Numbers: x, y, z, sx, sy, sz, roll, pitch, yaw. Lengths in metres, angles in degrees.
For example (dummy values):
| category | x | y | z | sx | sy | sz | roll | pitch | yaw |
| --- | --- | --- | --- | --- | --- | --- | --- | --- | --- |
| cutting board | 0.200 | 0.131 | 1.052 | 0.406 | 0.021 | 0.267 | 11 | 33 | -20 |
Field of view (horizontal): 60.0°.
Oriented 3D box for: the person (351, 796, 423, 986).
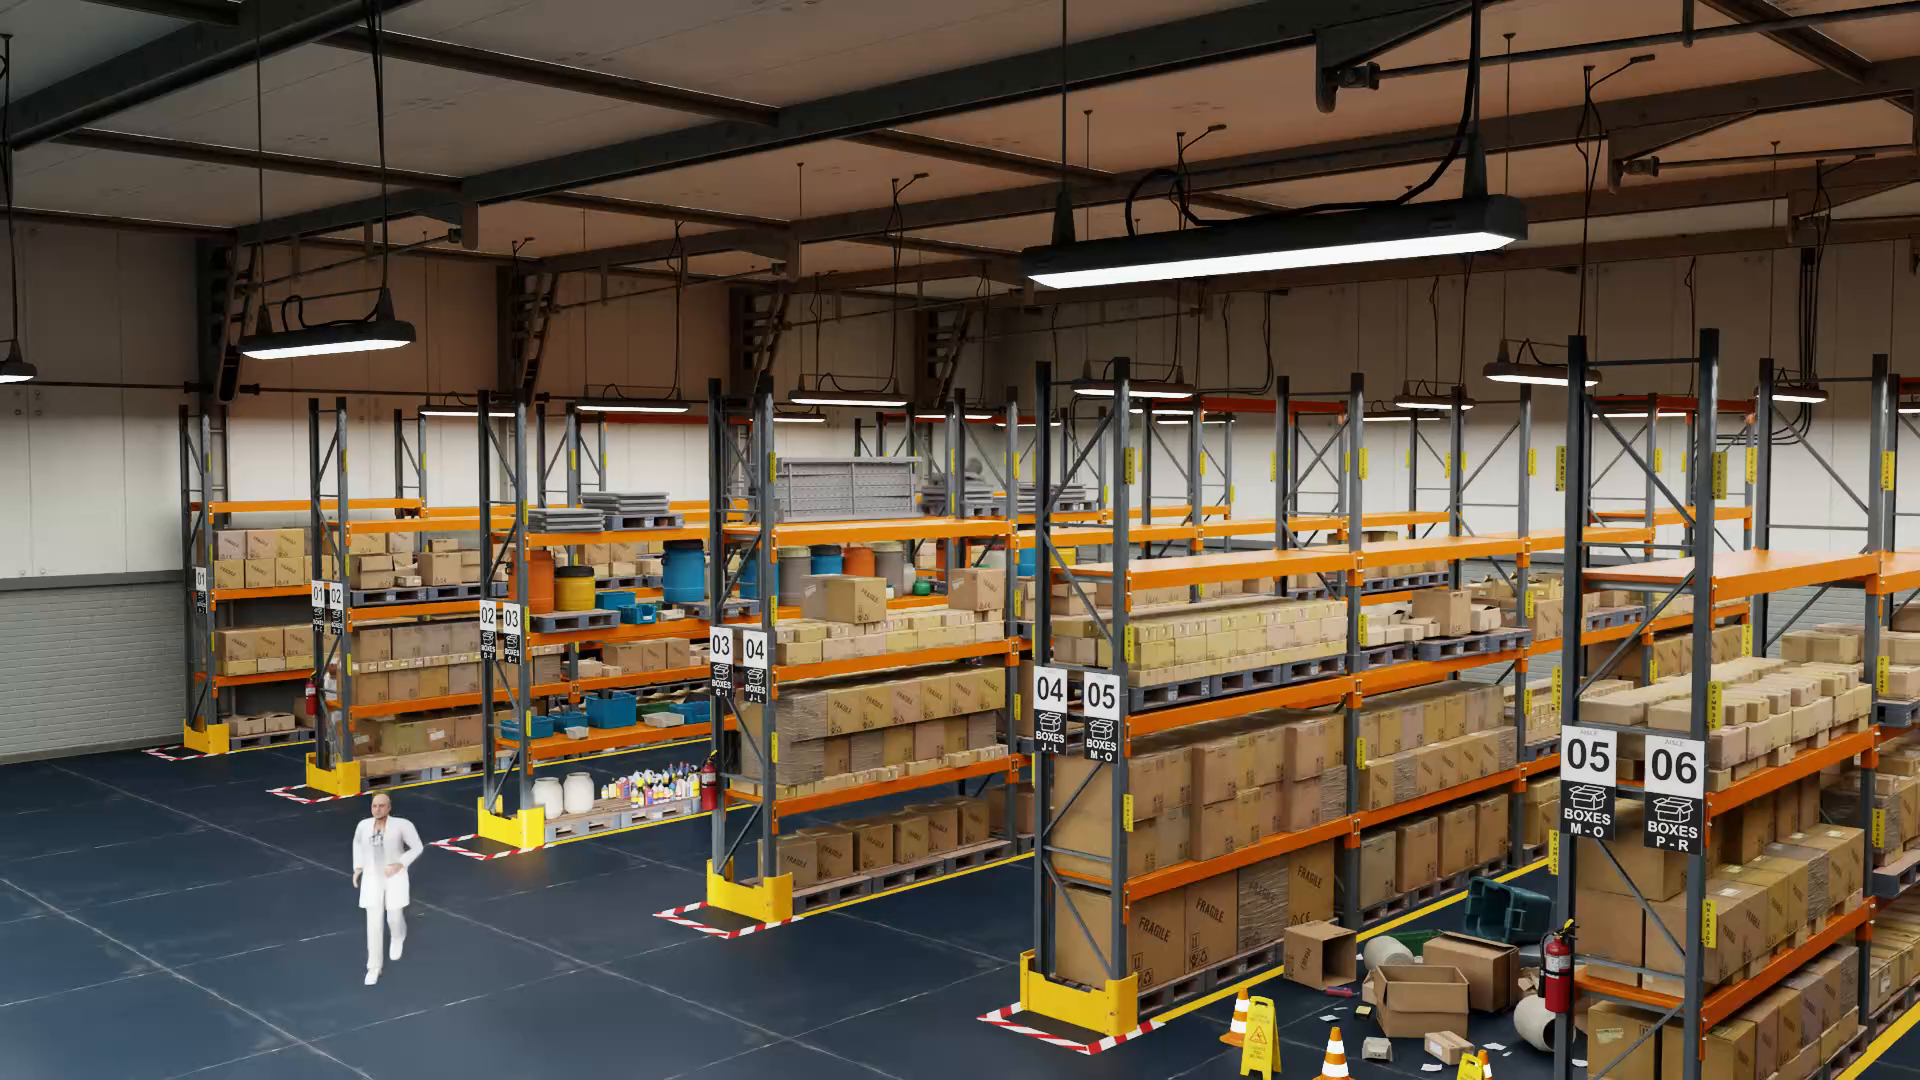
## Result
| category | x | y | z | sx | sy | sz | roll | pitch | yaw |
| --- | --- | --- | --- | --- | --- | --- | --- | --- | --- |
| person | -5.643 | 3.390 | 16.365 | 0.717 | 1.773 | 0.943 | 0 | 3 | -6 |

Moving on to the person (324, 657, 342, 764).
| category | x | y | z | sx | sy | sz | roll | pitch | yaw |
| --- | --- | --- | --- | --- | --- | --- | --- | --- | --- |
| person | -10.303 | 2.842 | 27.456 | 0.645 | 1.836 | 0.981 | 2 | 3 | 29 |

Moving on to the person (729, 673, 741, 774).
| category | x | y | z | sx | sy | sz | roll | pitch | yaw |
| --- | --- | --- | --- | --- | --- | --- | --- | --- | --- |
| person | -3.471 | 2.922 | 26.766 | 0.987 | 1.773 | 0.713 | -3 | 4 | -43 |
